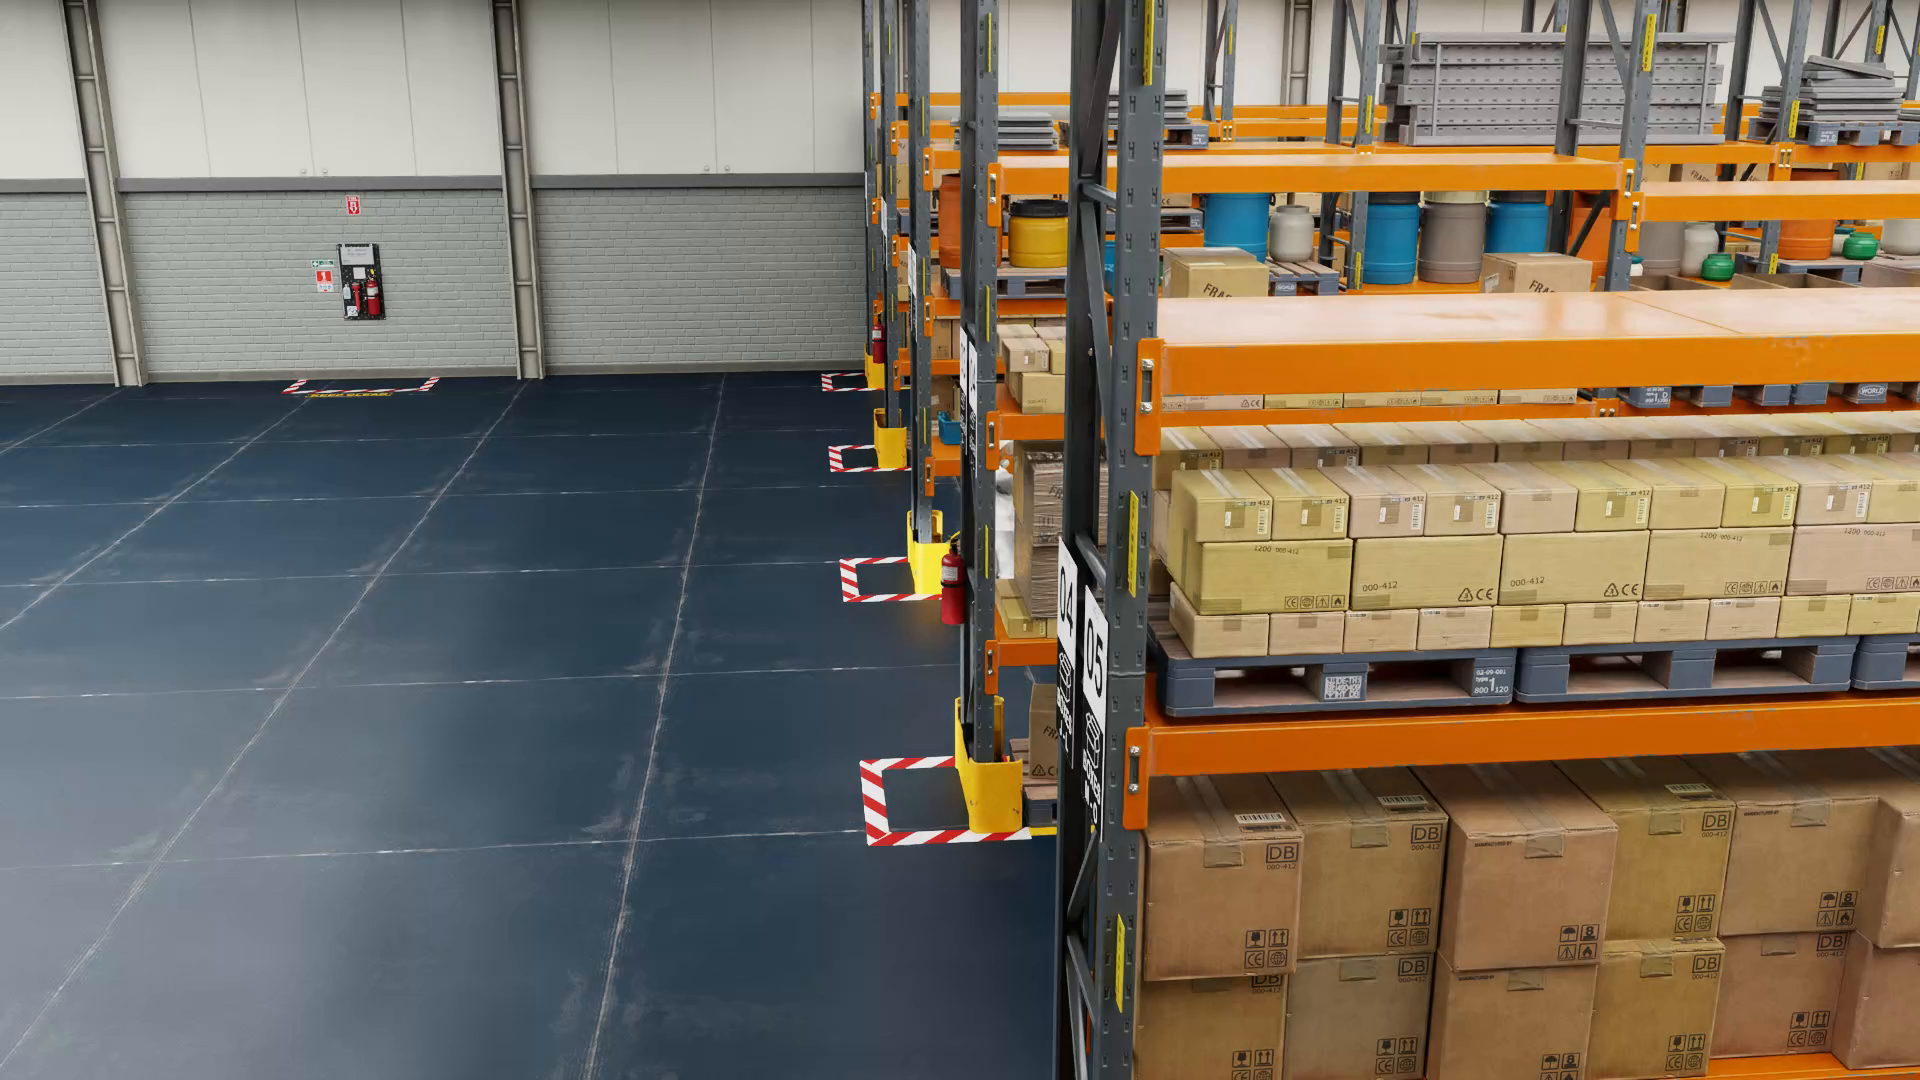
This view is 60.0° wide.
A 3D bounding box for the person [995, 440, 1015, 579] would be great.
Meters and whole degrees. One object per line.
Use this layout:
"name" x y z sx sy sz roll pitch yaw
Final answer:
"person" 0.397 -0.132 14.851 0.554 1.762 0.494 -13 21 -36
